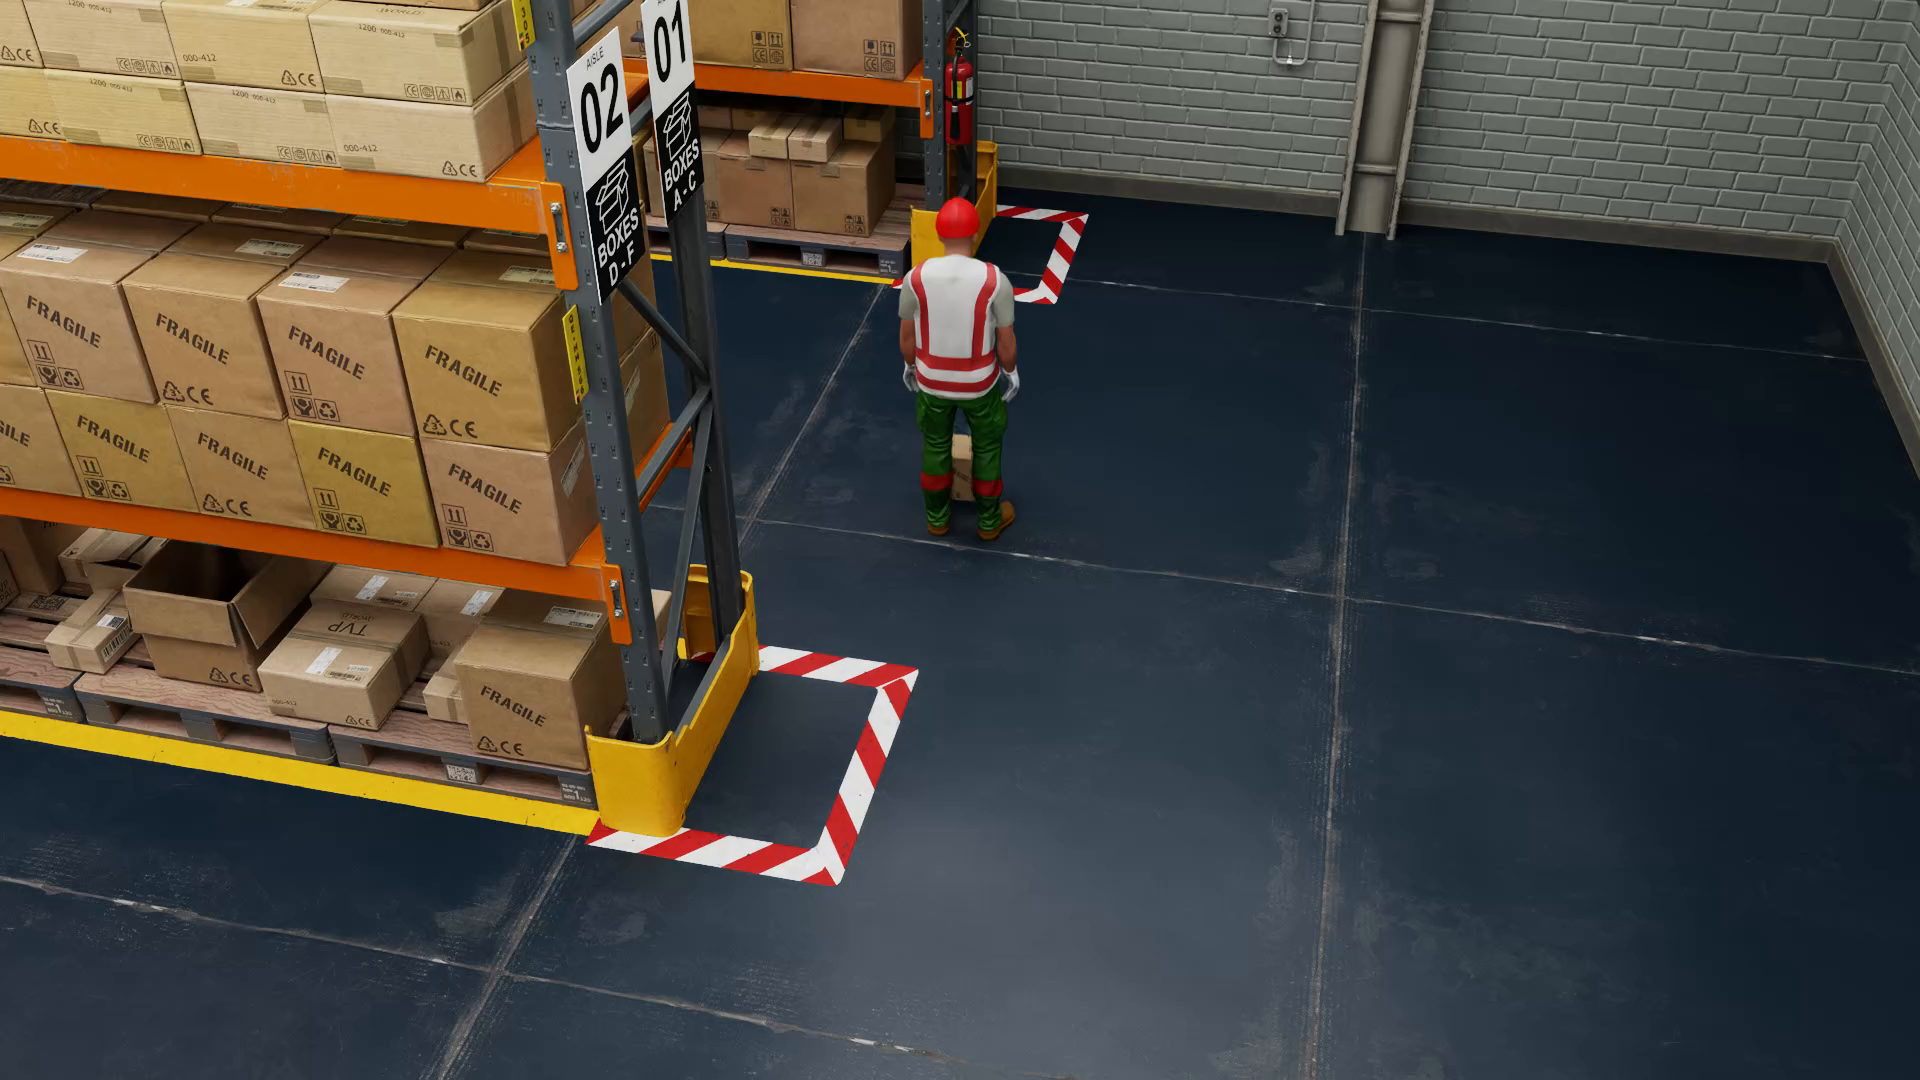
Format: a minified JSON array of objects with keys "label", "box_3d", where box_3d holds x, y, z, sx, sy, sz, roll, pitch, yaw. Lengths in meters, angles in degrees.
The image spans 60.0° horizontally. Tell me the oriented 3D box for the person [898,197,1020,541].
[{"label":"person","box_3d":[0.000,-0.794,8.034,0.574,1.781,0.438,6,37,8]}]
